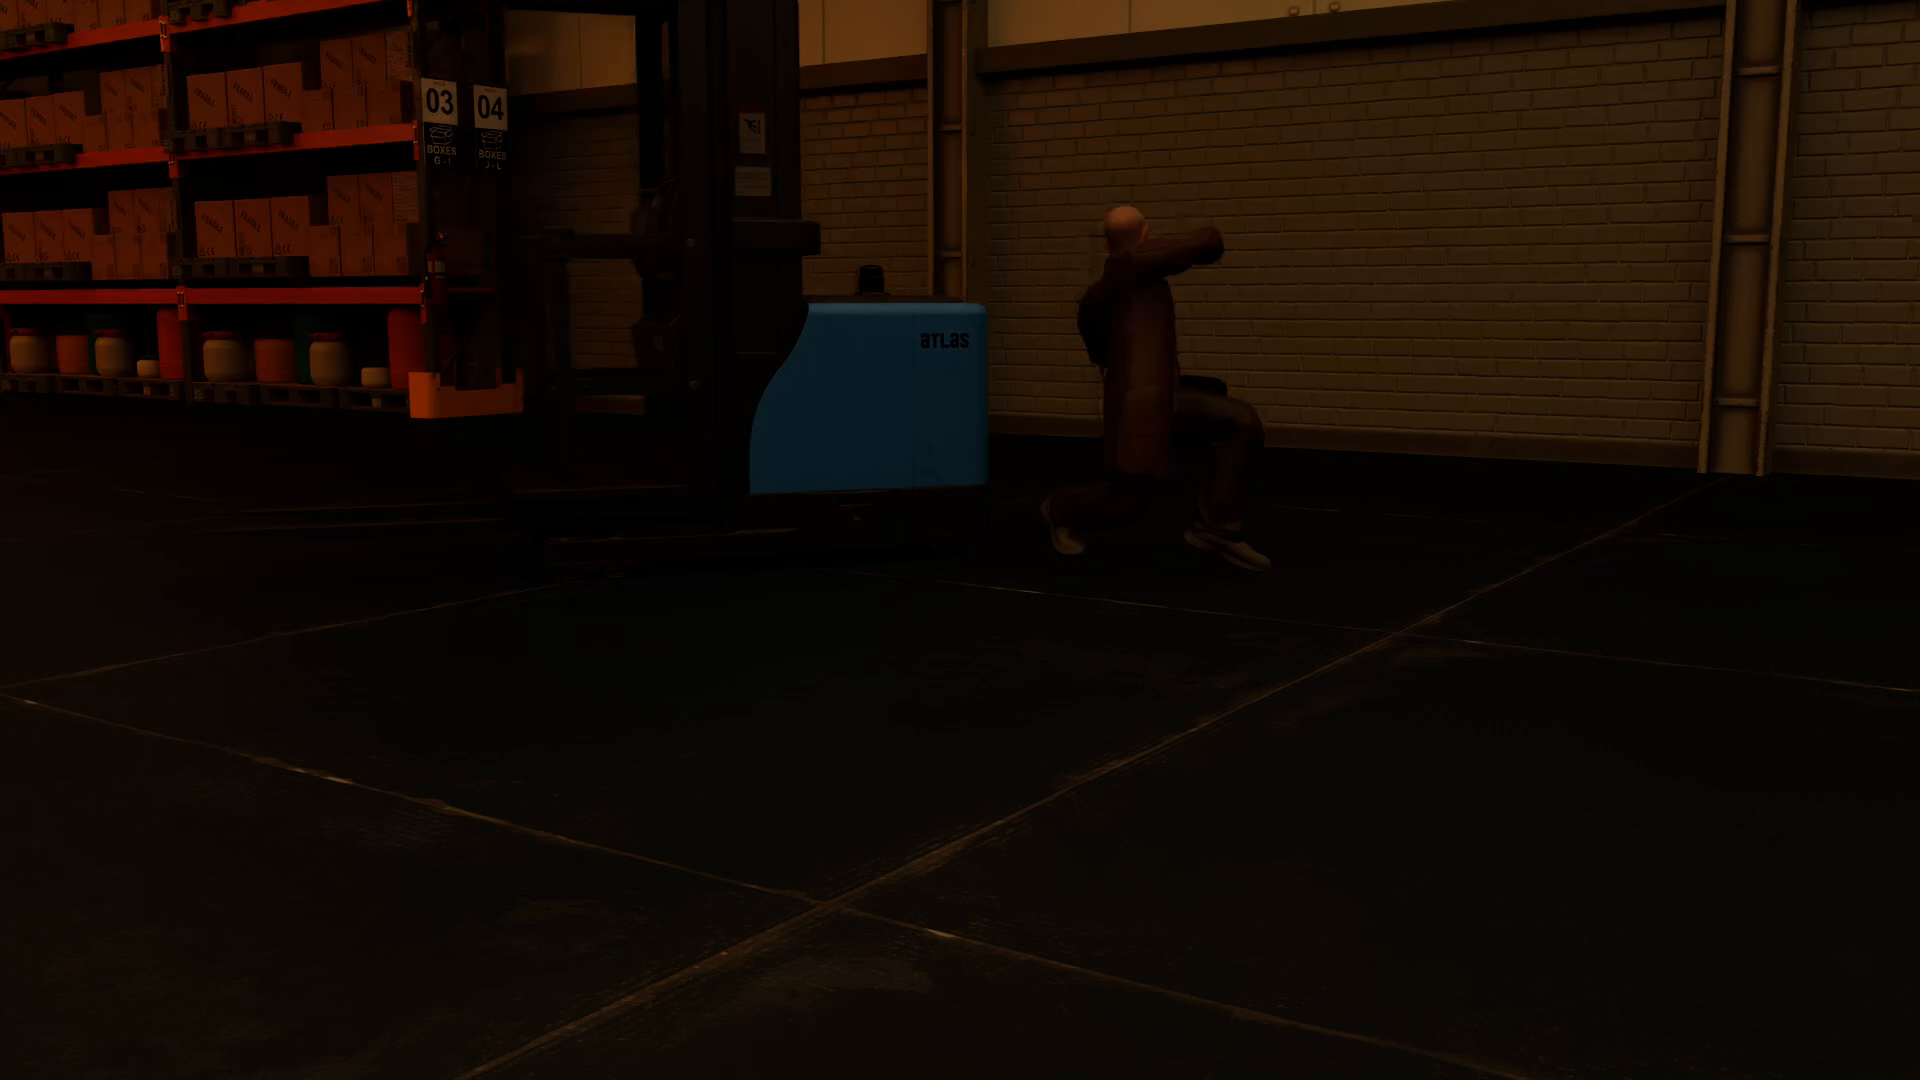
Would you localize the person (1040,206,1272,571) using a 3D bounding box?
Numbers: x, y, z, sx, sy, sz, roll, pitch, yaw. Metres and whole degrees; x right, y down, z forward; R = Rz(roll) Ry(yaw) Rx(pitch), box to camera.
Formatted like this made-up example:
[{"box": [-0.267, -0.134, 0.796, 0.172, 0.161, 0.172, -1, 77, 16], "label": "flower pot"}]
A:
[{"box": [0.859, -0.655, 7.019, 1.053, 1.475, 0.958, 4, 9, 24], "label": "person"}]

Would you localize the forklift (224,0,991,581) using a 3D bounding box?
[{"box": [-1.442, -1.376, 6.867, 3.031, 2.935, 1.130, -3, 9, -19], "label": "forklift"}]
